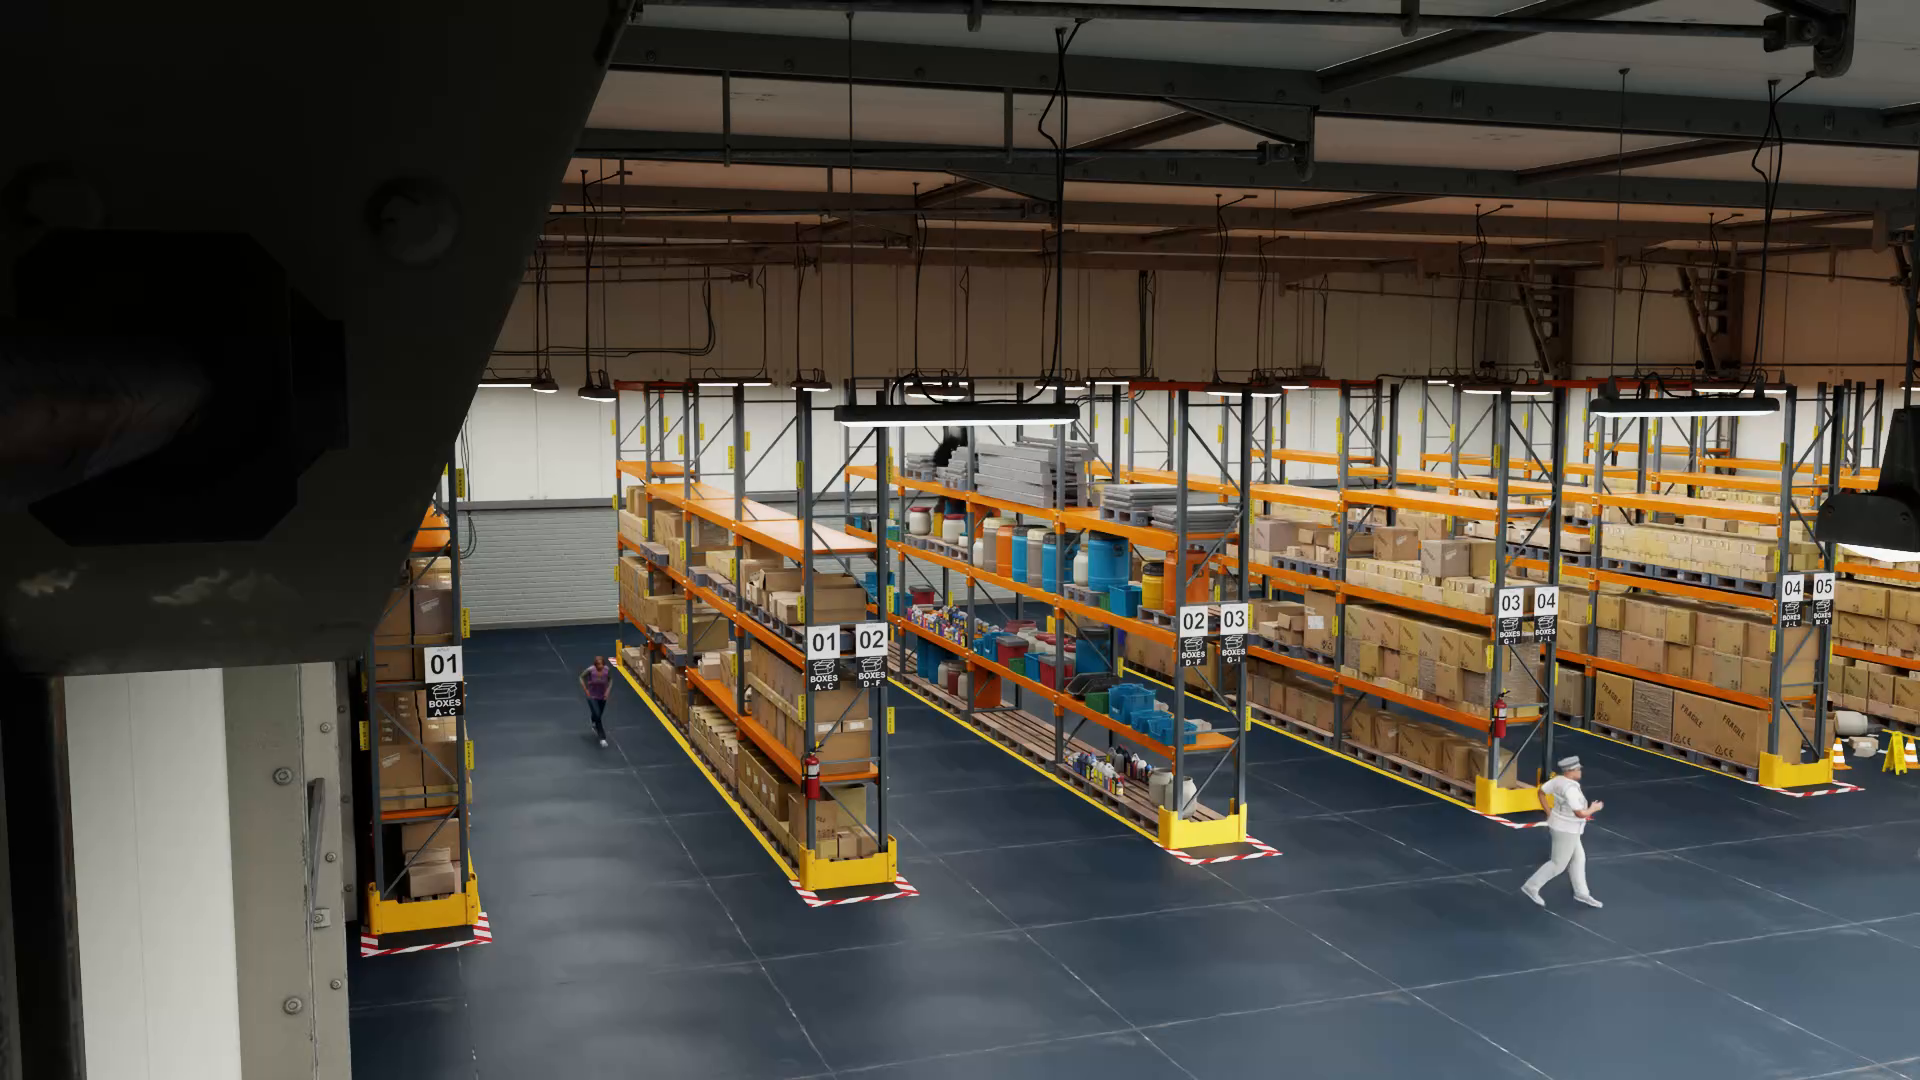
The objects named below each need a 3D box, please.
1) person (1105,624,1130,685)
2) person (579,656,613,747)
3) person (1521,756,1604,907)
[{"bbox_3d":[3.028,2.122,32.269,0.563,1.609,0.588,-2,6,-20],"label":"person"},{"bbox_3d":[-6.106,2.651,27.852,0.557,1.548,0.894,-2,6,-21],"label":"person"},{"bbox_3d":[7.012,3.388,19.311,0.959,1.795,0.650,1,6,5],"label":"person"}]
